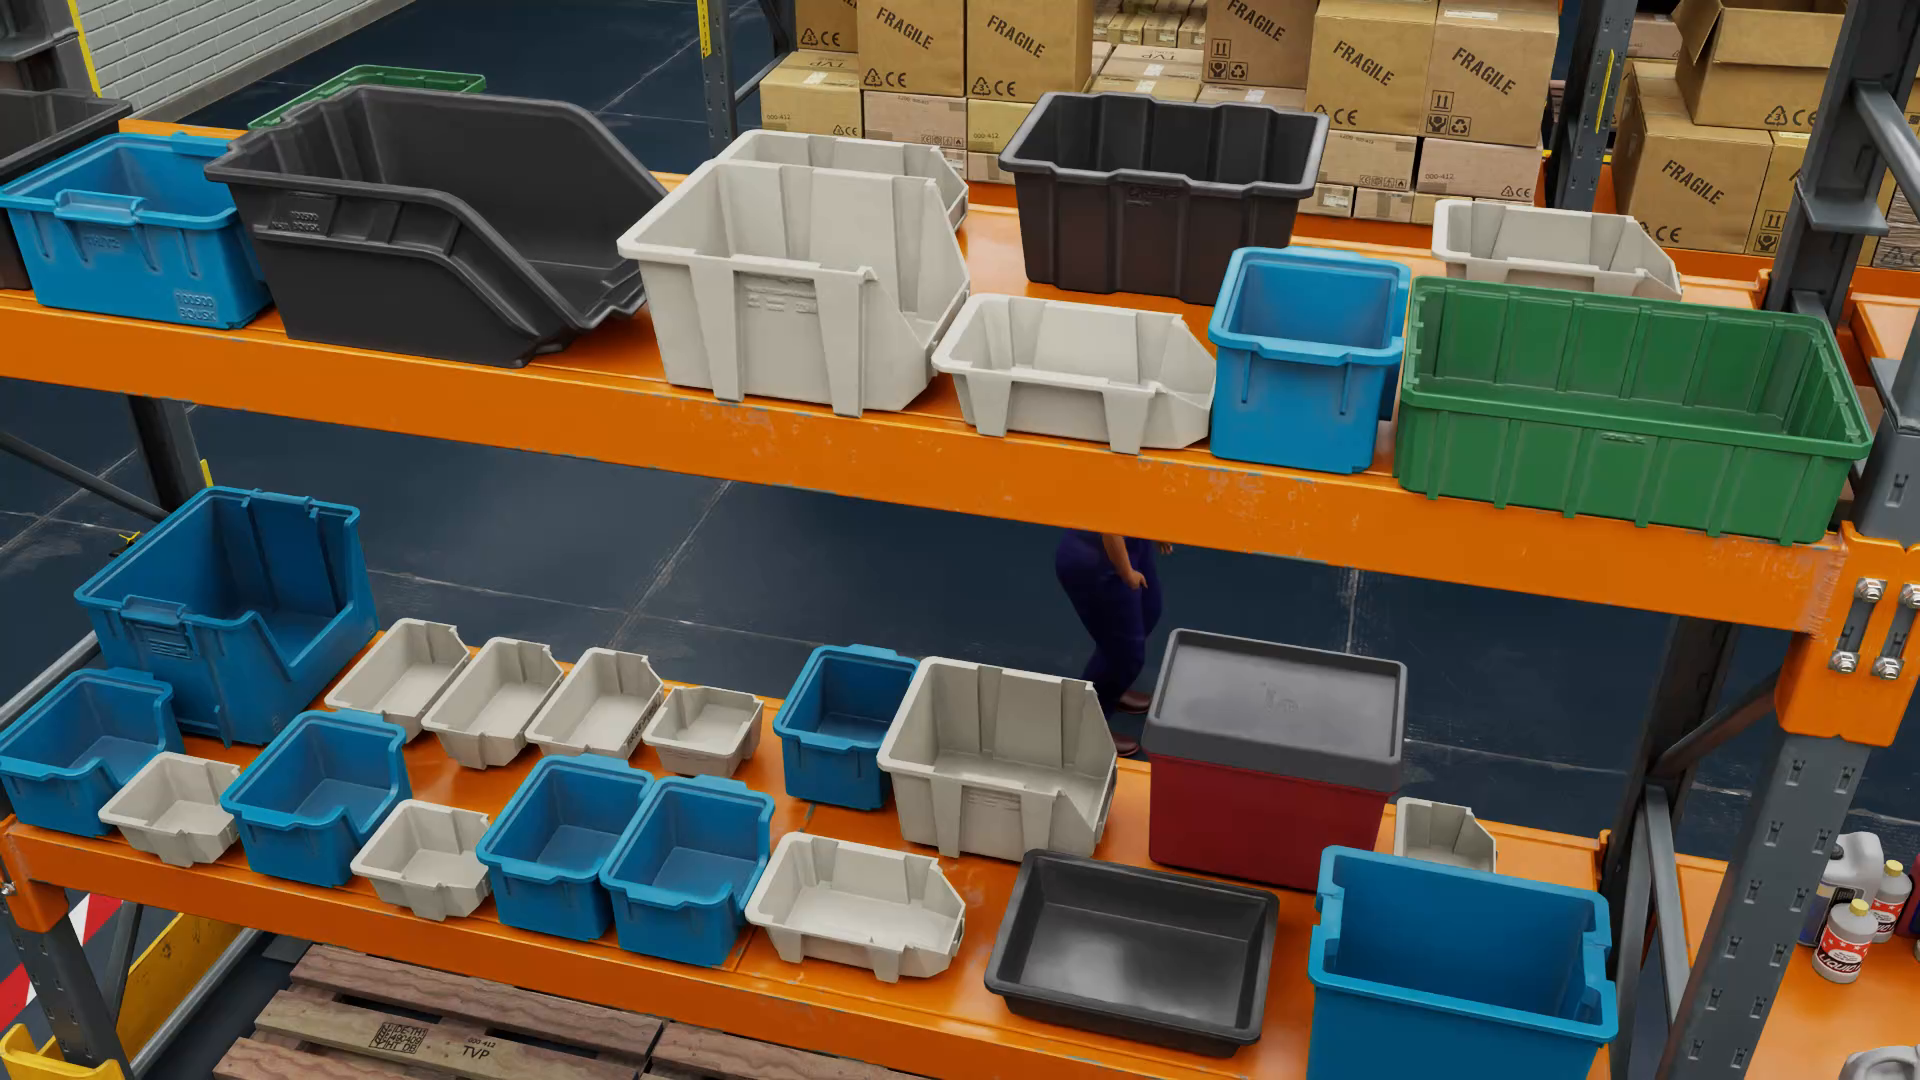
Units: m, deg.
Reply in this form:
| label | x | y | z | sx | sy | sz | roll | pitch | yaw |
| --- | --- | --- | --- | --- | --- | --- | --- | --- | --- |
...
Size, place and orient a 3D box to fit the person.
| label | x | y | z | sx | sy | sz | roll | pitch | yaw |
| --- | --- | --- | --- | --- | --- | --- | --- | --- | --- |
| person | 0.570 | 0.043 | 6.147 | 0.391 | 1.596 | 0.496 | 9 | 34 | 14 |
